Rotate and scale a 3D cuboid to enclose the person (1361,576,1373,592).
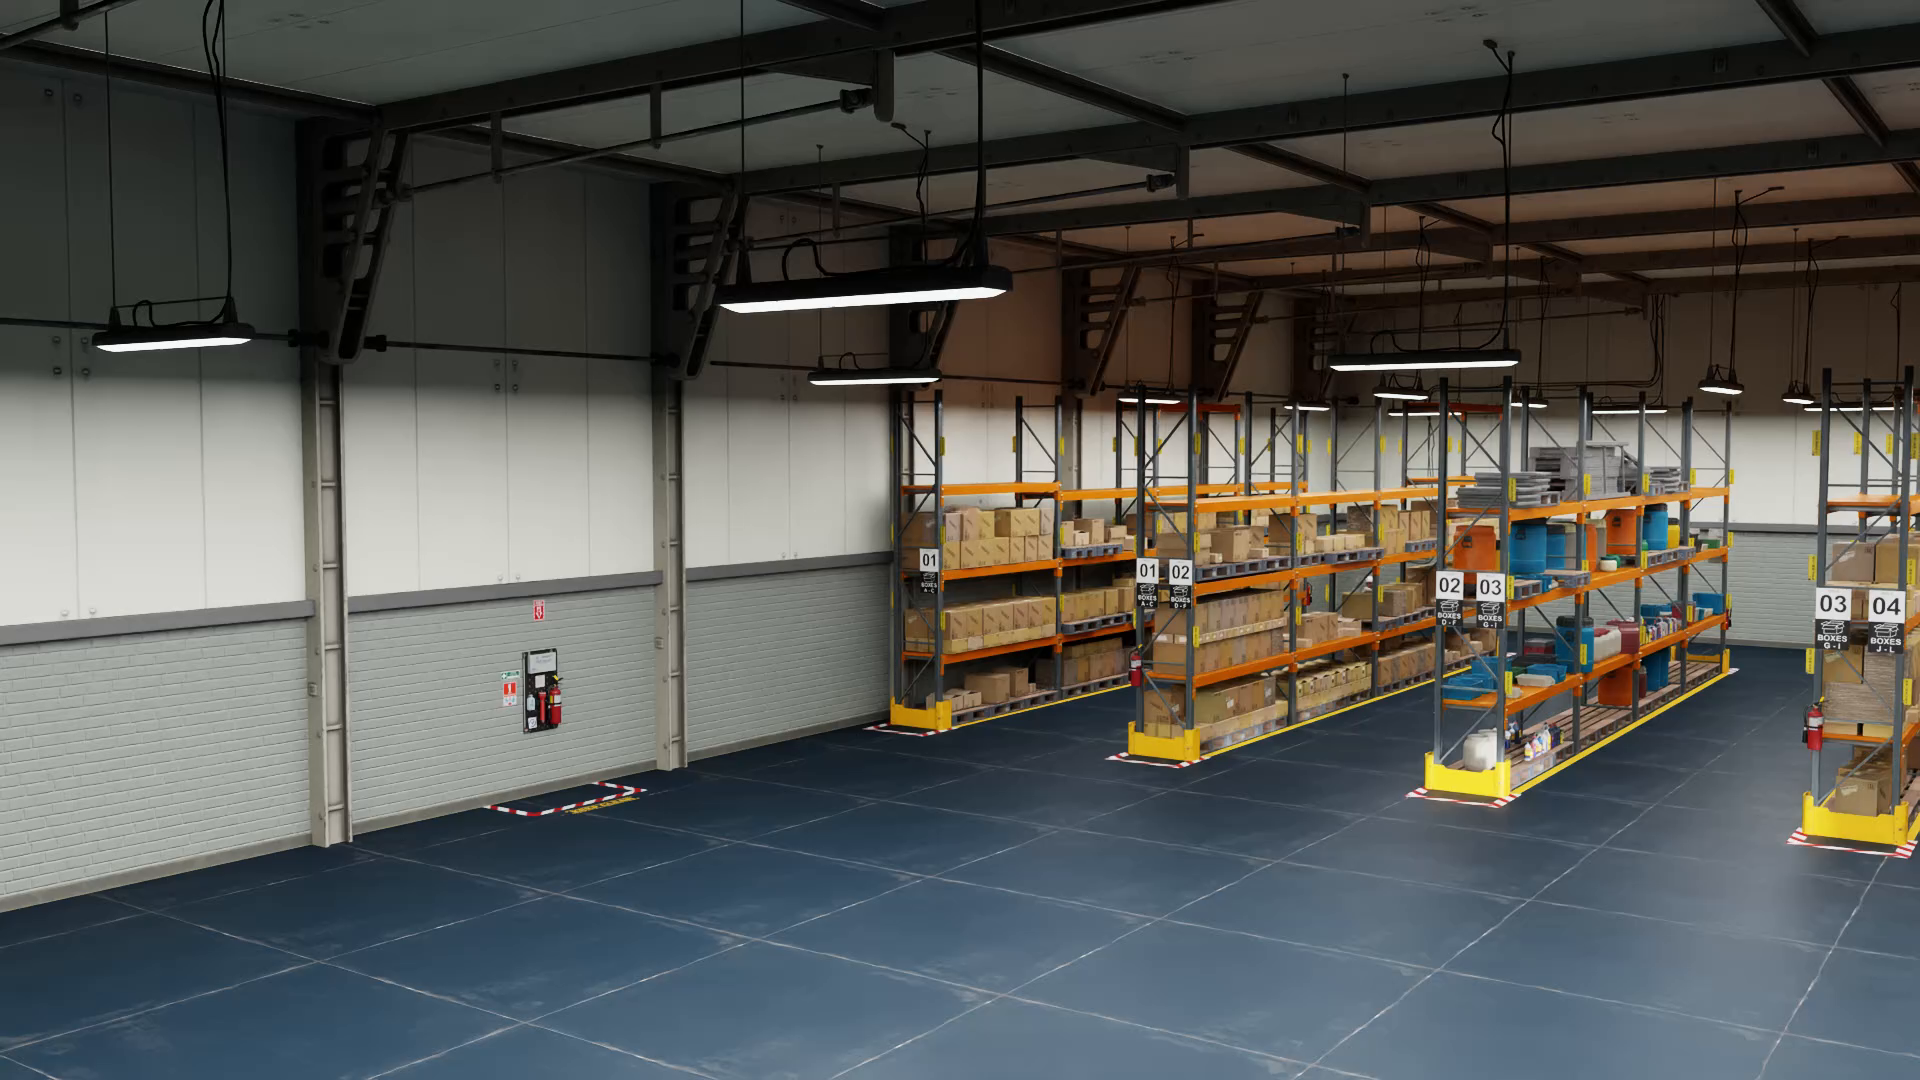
[{"bbox_3d":[10.122,1.803,41.187,0.529,1.819,0.625,1,3,15],"label":"person"}]
